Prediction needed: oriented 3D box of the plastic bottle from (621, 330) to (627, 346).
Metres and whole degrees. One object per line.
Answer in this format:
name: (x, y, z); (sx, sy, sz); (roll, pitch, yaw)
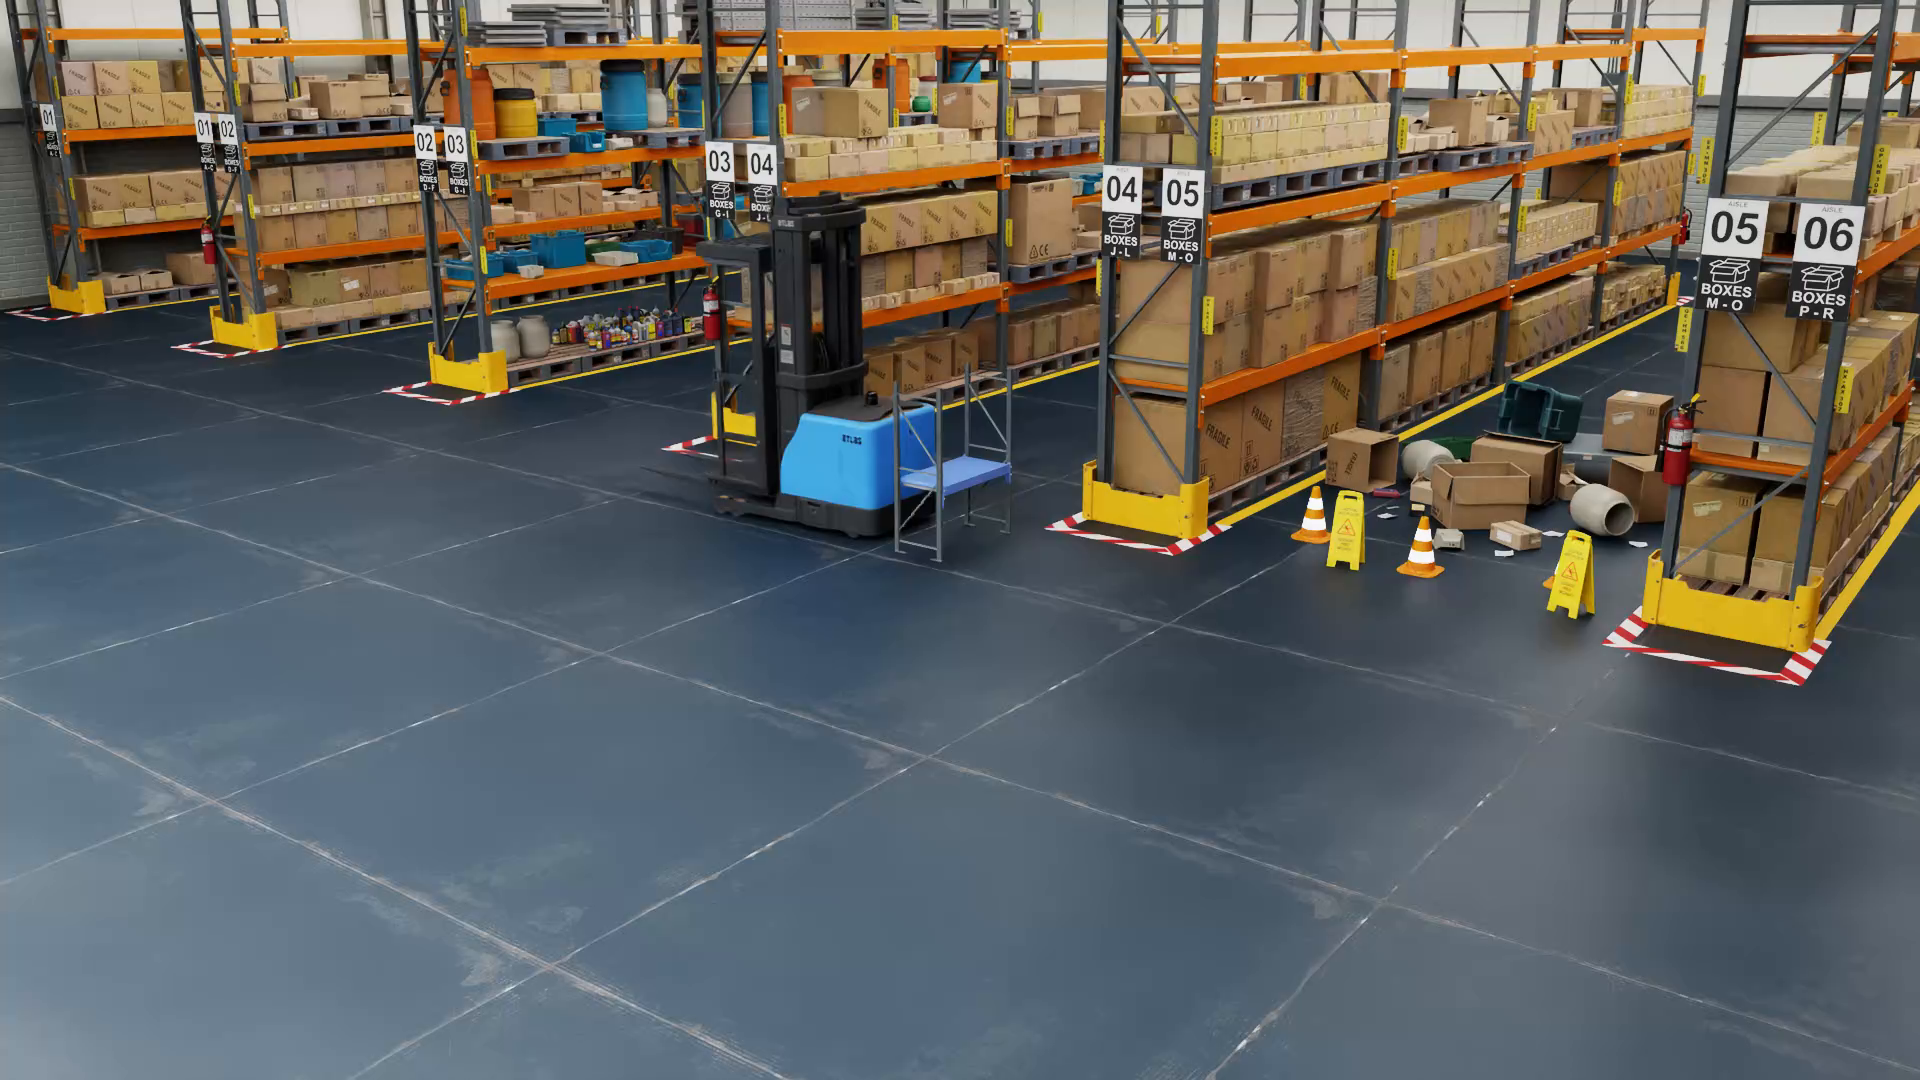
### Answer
plastic bottle: (-4.554, -2.737, 22.477); (0.097, 0.201, 0.097); (0, 17, 0)

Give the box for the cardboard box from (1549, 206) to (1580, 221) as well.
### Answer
cardboard box: (8.290, -4.487, 22.847); (0.380, 0.149, 0.250); (12, 21, 35)

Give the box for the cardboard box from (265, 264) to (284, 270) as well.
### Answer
cardboard box: (-12.075, -4.785, 29.132); (0.380, 0.166, 0.250); (9, 20, 28)

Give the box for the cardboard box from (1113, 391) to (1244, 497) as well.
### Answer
cardboard box: (2.045, -0.941, 15.591); (0.875, 0.875, 0.875); (13, 21, 35)

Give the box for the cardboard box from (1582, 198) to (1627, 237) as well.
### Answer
cardboard box: (9.341, -4.703, 24.162); (0.500, 0.500, 0.500); (12, 21, 34)

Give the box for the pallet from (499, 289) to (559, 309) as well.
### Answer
pallet: (-7.392, -4.037, 27.389); (1.003, 0.211, 1.213); (12, 21, 35)

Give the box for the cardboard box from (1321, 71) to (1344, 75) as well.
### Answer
cardboard box: (6.092, -7.901, 27.760); (0.500, 0.250, 0.500); (12, 21, 33)

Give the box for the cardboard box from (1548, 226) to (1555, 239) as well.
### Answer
cardboard box: (7.676, -4.097, 22.092); (0.380, 0.149, 0.250); (12, 21, 34)

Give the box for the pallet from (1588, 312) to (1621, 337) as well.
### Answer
pallet: (9.215, -3.275, 24.933); (1.003, 0.211, 1.213); (12, 21, 35)

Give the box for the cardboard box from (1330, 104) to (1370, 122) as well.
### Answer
cardboard box: (3.814, -4.213, 16.398); (0.380, 0.149, 0.250); (12, 21, 35)

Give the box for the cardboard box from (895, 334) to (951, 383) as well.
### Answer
cardboard box: (-0.452, -2.216, 20.329); (0.500, 0.500, 0.500); (-12, 21, -33)

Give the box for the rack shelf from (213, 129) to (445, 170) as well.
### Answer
rack shelf: (-8.992, -5.799, 24.516); (1.077, 0.370, 4.000); (12, 21, 35)

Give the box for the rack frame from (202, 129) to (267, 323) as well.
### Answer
rack frame: (-10.183, -4.234, 23.320); (1.000, 3.000, 0.127); (12, 21, 35)

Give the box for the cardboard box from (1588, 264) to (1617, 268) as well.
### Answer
cardboard box: (10.321, -4.327, 26.716); (0.380, 0.149, 0.250); (12, 21, 35)

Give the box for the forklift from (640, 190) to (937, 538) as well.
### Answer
forklift: (-1.708, -1.734, 15.385); (3.031, 2.935, 1.130); (12, 21, 33)

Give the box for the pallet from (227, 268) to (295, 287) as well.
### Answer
pallet: (-12.152, -4.563, 29.082); (1.003, 0.211, 1.213); (12, 21, 35)

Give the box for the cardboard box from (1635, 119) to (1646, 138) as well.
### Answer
cardboard box: (9.622, -5.986, 24.156); (0.500, 0.250, 0.500); (12, 21, 34)

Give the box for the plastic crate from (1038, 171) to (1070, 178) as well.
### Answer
plastic crate: (1.676, -6.444, 30.226); (0.402, 0.464, 0.583); (12, 21, 35)

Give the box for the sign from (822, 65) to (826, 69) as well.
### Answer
sign: (-2.585, -8.862, 31.631); (0.100, 0.325, 0.005); (12, 21, 35)

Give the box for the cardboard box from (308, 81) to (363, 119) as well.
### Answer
cardboard box: (-8.974, -6.329, 23.896); (0.500, 0.500, 0.500); (12, 21, 35)

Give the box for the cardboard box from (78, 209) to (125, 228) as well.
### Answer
cardboard box: (-13.618, -5.107, 26.349); (0.500, 0.250, 0.500); (12, 21, 33)

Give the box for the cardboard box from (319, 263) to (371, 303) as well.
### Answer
cardboard box: (-9.101, -3.809, 24.615); (0.500, 0.500, 0.500); (12, 21, 35)

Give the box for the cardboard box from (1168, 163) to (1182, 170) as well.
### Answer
cardboard box: (1.770, -3.342, 14.936); (0.380, 0.149, 0.250); (13, 21, 35)

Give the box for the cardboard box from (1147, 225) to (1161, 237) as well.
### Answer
cardboard box: (3.045, -4.503, 24.019); (0.500, 0.500, 0.500); (13, 22, 36)

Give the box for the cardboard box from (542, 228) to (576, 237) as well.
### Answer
cardboard box: (-8.326, -6.547, 33.686); (0.750, 0.750, 0.750); (12, 21, 34)

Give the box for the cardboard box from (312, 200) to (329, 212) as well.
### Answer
cardboard box: (-9.319, -4.829, 23.974); (0.380, 0.149, 0.250); (12, 21, 34)

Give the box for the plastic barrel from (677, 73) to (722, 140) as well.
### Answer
plastic barrel: (-3.695, -6.142, 23.561); (0.600, 0.901, 0.708); (12, 21, 35)

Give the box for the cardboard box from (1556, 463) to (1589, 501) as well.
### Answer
cardboard box: (5.903, -0.564, 16.111); (0.258, 0.266, 0.396); (-1, 17, -3)

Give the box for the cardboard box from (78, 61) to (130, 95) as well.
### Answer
cardboard box: (-13.400, -7.235, 26.038); (0.500, 0.500, 0.500); (12, 21, 34)

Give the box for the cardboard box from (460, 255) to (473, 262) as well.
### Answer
cardboard box: (-7.789, -4.489, 27.124); (0.500, 0.311, 0.500); (12, 21, 35)

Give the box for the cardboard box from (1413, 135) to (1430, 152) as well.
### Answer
cardboard box: (4.894, -4.299, 18.018); (0.250, 0.149, 0.380); (12, 21, 35)

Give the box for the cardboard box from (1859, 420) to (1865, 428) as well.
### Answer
cardboard box: (7.065, -1.018, 13.389); (0.380, 0.149, 0.250); (12, 21, 33)

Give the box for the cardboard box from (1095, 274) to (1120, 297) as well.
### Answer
cardboard box: (2.162, -3.598, 23.479); (0.500, 0.250, 0.500); (13, 22, 37)

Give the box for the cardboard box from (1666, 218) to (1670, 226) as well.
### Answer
cardboard box: (11.081, -5.093, 26.509); (0.380, 0.149, 0.250); (12, 21, 35)

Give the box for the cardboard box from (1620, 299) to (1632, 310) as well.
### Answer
cardboard box: (10.059, -3.625, 25.459); (0.380, 0.149, 0.250); (12, 21, 33)

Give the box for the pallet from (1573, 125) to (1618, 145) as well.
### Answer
pallet: (8.390, -5.655, 23.154); (1.213, 0.211, 1.003); (12, 21, 35)

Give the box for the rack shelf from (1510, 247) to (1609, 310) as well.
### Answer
rack shelf: (7.652, -3.620, 22.557); (1.077, 0.370, 4.000); (12, 21, 35)

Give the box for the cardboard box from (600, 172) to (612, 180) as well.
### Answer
cardboard box: (-7.420, -7.534, 34.338); (0.380, 0.149, 0.250); (12, 21, 35)

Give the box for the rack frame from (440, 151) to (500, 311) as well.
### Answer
rack frame: (-7.800, -5.187, 26.388); (1.000, 3.000, 0.127); (12, 21, 35)

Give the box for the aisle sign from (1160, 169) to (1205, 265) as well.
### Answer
aisle sign: (1.892, -2.754, 14.170); (0.394, 0.787, 0.004); (12, 21, 35)

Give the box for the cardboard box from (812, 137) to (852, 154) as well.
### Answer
cardboard box: (-1.377, -4.237, 17.854); (0.380, 0.149, 0.250); (13, 22, 37)

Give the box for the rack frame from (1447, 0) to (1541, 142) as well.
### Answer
rack frame: (6.460, -6.353, 20.027); (1.000, 3.000, 0.127); (12, 21, 35)

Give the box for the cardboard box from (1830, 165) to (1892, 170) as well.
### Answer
cardboard box: (6.721, -2.707, 12.425); (0.380, 0.149, 0.250); (12, 21, 34)

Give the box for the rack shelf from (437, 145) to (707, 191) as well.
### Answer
rack shelf: (-5.016, -4.923, 21.695); (1.077, 0.370, 4.000); (12, 21, 35)

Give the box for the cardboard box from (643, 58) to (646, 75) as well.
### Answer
cardboard box: (-6.364, -10.054, 35.116); (0.500, 0.500, 0.500); (12, 21, 34)

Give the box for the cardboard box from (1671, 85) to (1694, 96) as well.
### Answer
cardboard box: (11.265, -7.052, 26.074); (0.380, 0.149, 0.250); (12, 21, 34)

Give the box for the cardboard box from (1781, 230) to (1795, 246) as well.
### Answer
cardboard box: (6.025, -2.301, 12.461); (0.380, 0.149, 0.250); (13, 22, 36)

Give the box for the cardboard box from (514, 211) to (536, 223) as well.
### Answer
cardboard box: (-7.108, -5.242, 26.989); (0.380, 0.149, 0.250); (12, 21, 35)

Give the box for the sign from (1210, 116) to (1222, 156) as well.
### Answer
sign: (2.136, -3.370, 13.874); (0.100, 0.325, 0.005); (12, 21, 35)

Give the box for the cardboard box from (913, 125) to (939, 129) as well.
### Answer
cardboard box: (-0.391, -4.888, 19.950); (0.380, 0.149, 0.250); (11, 20, 32)

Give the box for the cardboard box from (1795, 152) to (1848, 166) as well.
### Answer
cardboard box: (7.081, -3.106, 13.709); (0.380, 0.149, 0.250); (12, 21, 33)

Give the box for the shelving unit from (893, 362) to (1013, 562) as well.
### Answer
shelving unit: (-0.051, -0.696, 14.456); (0.538, 1.500, 1.048); (12, 21, 35)

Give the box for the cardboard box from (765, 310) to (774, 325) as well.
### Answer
cardboard box: (-1.868, -2.388, 17.801); (0.380, 0.149, 0.250); (12, 21, 35)

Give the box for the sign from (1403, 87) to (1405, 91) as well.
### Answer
sign: (7.731, -8.012, 29.068); (0.100, 0.325, 0.005); (12, 21, 35)

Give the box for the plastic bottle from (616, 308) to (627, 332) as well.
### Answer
plastic bottle: (-4.751, -3.092, 23.367); (0.144, 0.351, 0.185); (11, 21, 32)

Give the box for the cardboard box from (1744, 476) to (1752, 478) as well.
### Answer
cardboard box: (6.162, -0.623, 13.262); (0.380, 0.149, 0.250); (13, 22, 36)

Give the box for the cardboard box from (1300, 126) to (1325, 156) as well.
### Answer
cardboard box: (3.088, -3.764, 15.622); (0.500, 0.250, 0.500); (12, 21, 34)

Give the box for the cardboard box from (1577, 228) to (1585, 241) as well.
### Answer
cardboard box: (8.462, -4.270, 23.152); (0.380, 0.149, 0.250); (12, 21, 35)
